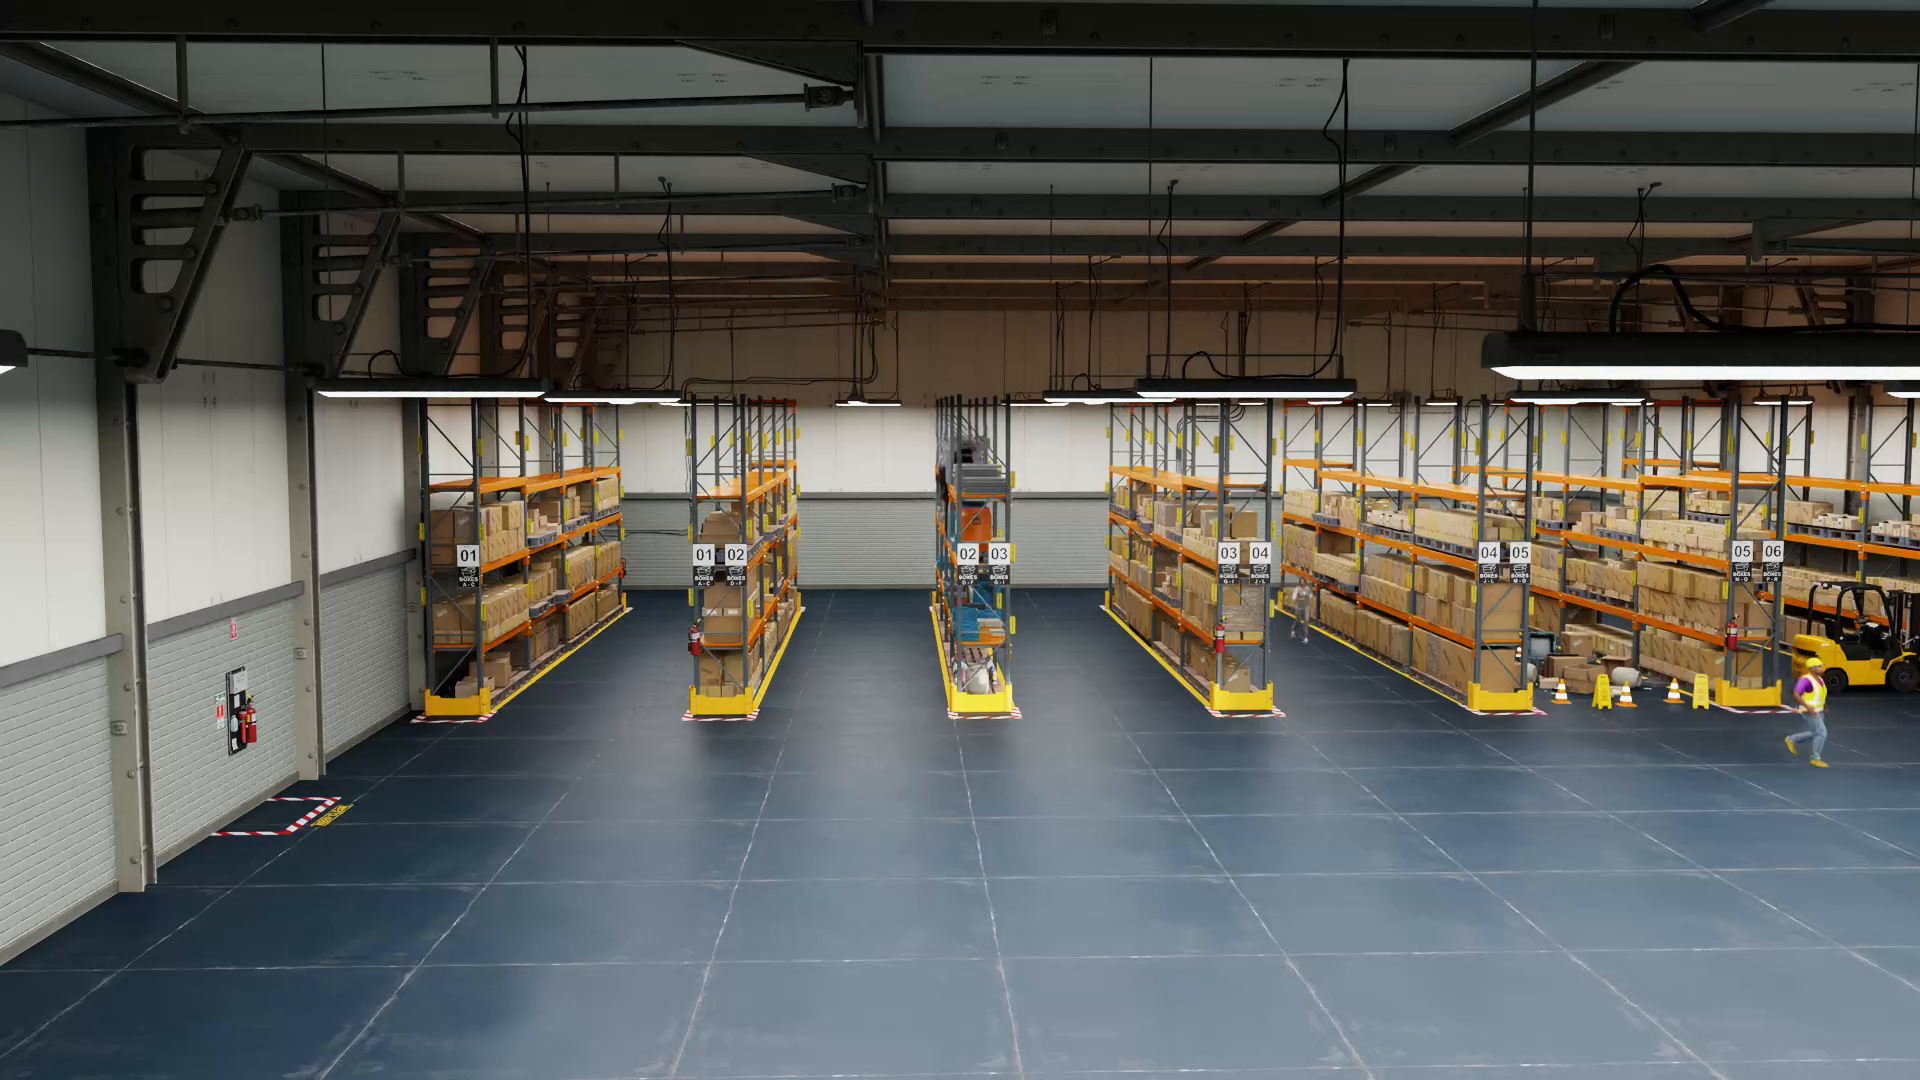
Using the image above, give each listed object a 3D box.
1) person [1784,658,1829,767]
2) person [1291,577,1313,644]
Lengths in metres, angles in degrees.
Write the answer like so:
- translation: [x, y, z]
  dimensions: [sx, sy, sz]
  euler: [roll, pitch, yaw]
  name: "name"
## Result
- translation: [13.684, 2.755, 26.840]
  dimensions: [0.719, 1.733, 0.739]
  euler: [-4, 6, -43]
  name: "person"
- translation: [8.406, 1.713, 40.886]
  dimensions: [0.549, 1.607, 0.874]
  euler: [0, 4, -2]
  name: "person"
